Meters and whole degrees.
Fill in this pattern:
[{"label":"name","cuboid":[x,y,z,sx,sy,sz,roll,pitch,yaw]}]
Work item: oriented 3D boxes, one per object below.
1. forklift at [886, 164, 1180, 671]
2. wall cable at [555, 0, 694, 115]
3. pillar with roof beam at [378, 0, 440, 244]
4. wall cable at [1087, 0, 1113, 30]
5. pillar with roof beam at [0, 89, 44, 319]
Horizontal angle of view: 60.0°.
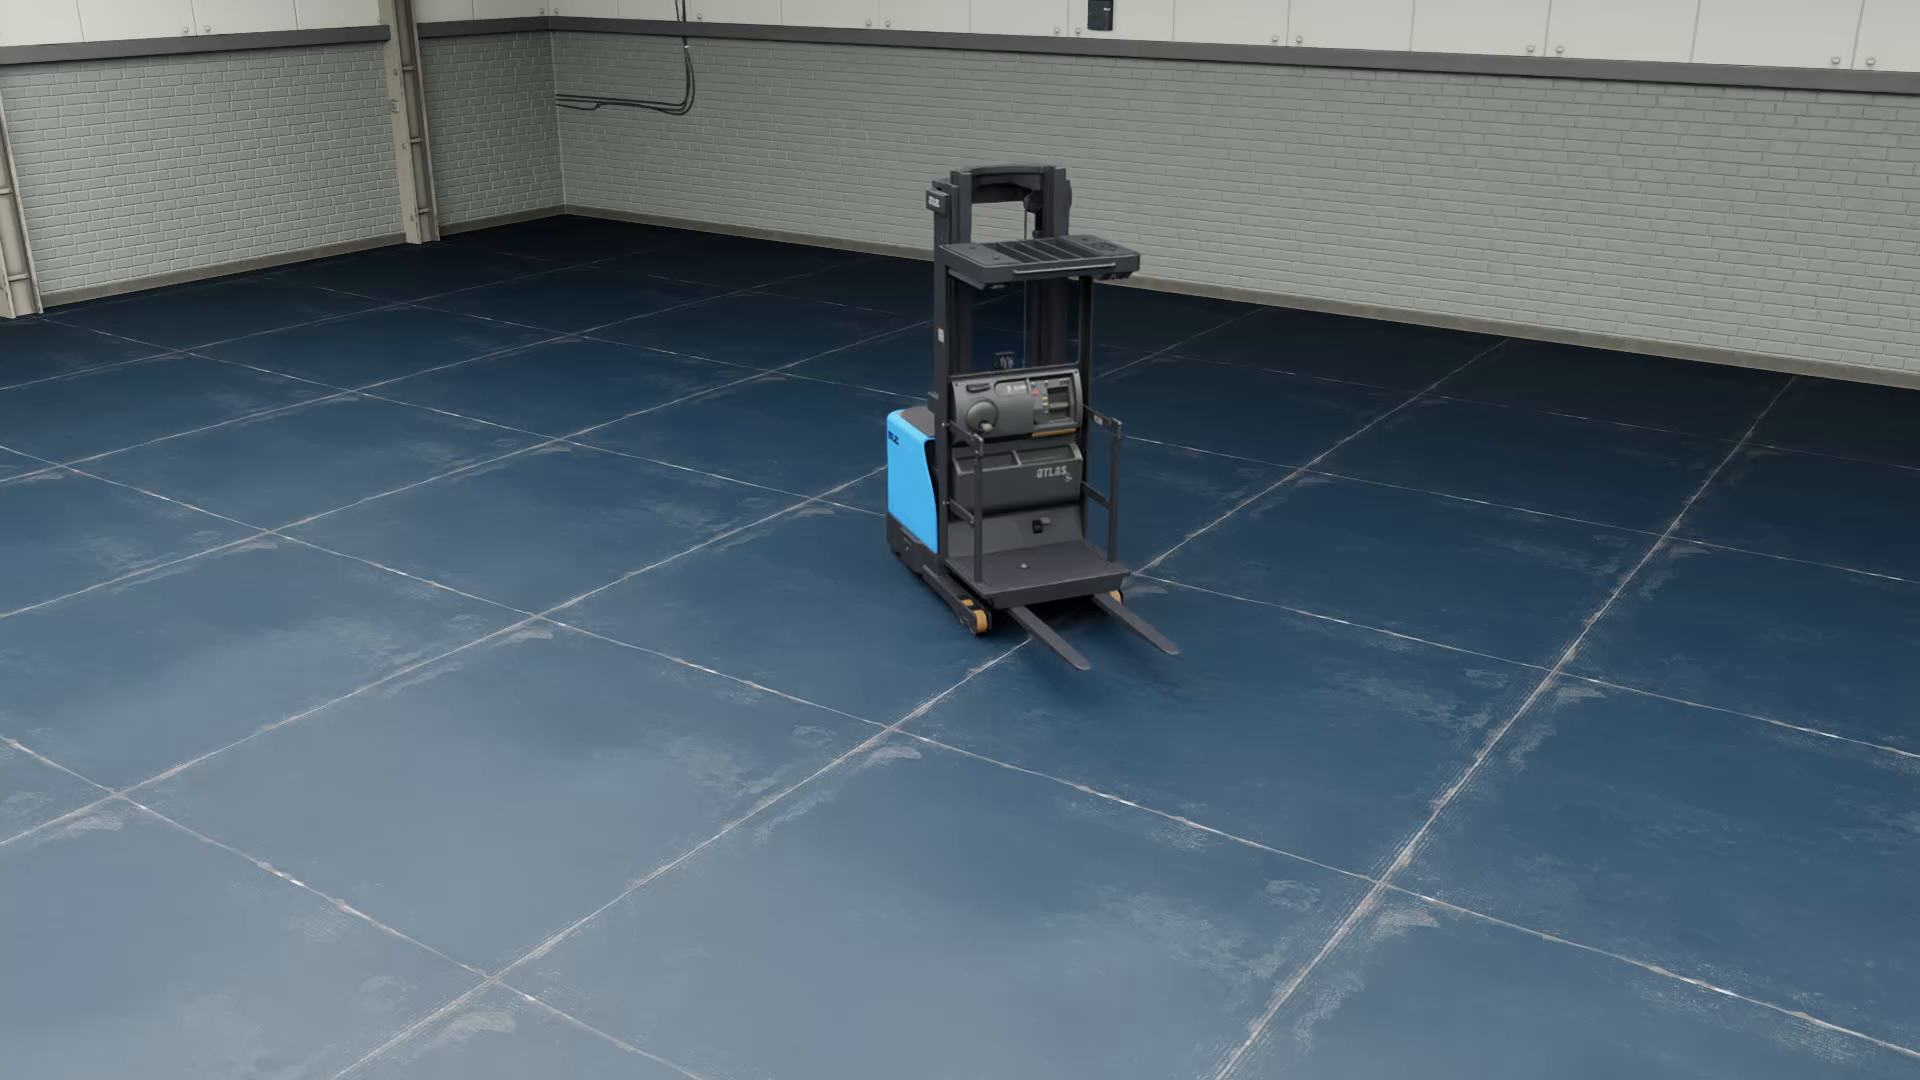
[{"label":"forklift","cuboid":[0.474,-0.912,11.006,1.130,2.935,3.031,-8,22,-21]},{"label":"wall cable","cuboid":[-5.272,-7.816,25.399,3.097,2.526,0.112,13,24,32]},{"label":"pillar with roof beam","cuboid":[-4.461,-7.845,21.003,9.100,9.000,0.400,13,24,32]},{"label":"wall cable","cuboid":[2.571,-9.011,19.253,2.305,6.003,0.169,13,24,32]},{"label":"pillar with roof beam","cuboid":[-7.834,-6.124,16.349,9.100,9.000,0.400,13,24,32]}]
